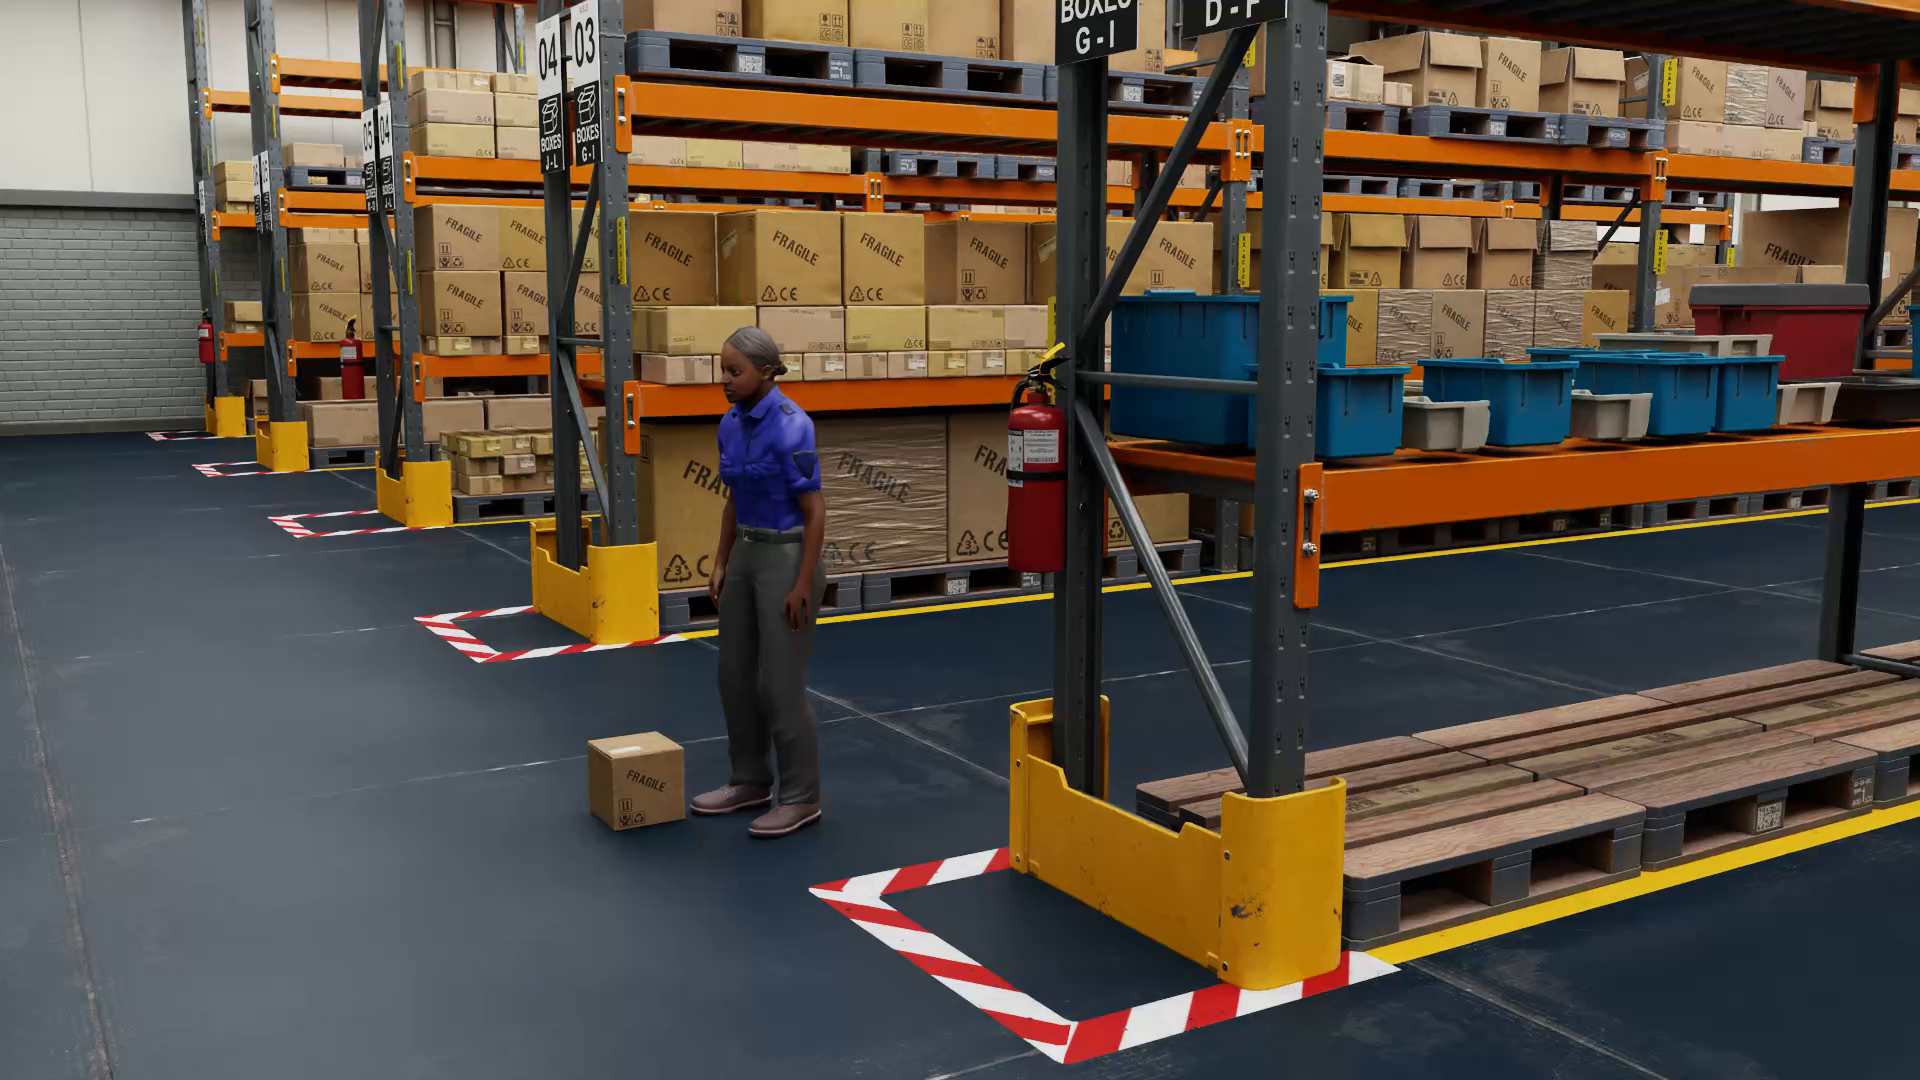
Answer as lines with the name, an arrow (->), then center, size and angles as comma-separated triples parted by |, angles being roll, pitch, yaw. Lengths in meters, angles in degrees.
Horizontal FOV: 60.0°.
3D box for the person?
person -> -0.647, 0.124, 5.494 | 0.351, 1.655, 0.524 | -8, 11, -42
